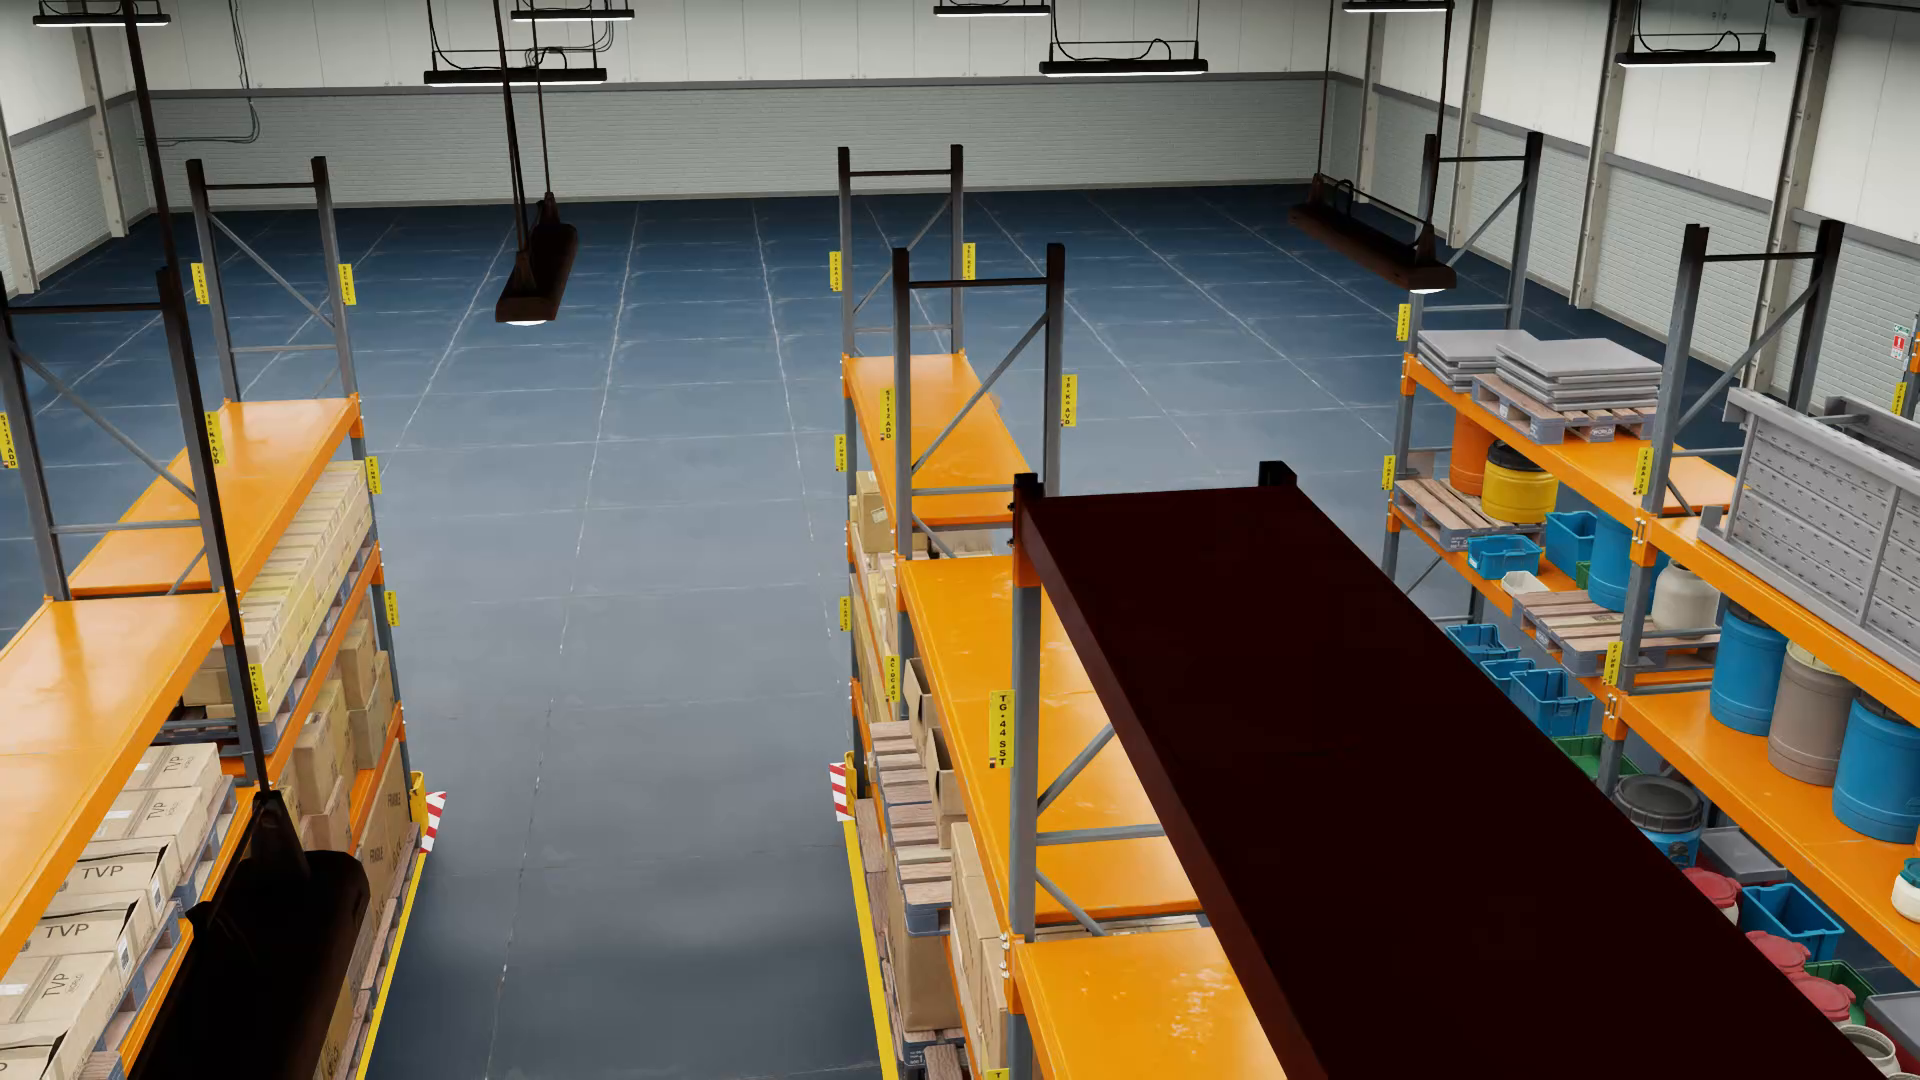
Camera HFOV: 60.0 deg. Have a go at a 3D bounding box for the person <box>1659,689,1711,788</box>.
[{"bbox_3d":[6.346,1.860,14.613,0.606,1.818,0.680,11,24,25],"label":"person"}]
